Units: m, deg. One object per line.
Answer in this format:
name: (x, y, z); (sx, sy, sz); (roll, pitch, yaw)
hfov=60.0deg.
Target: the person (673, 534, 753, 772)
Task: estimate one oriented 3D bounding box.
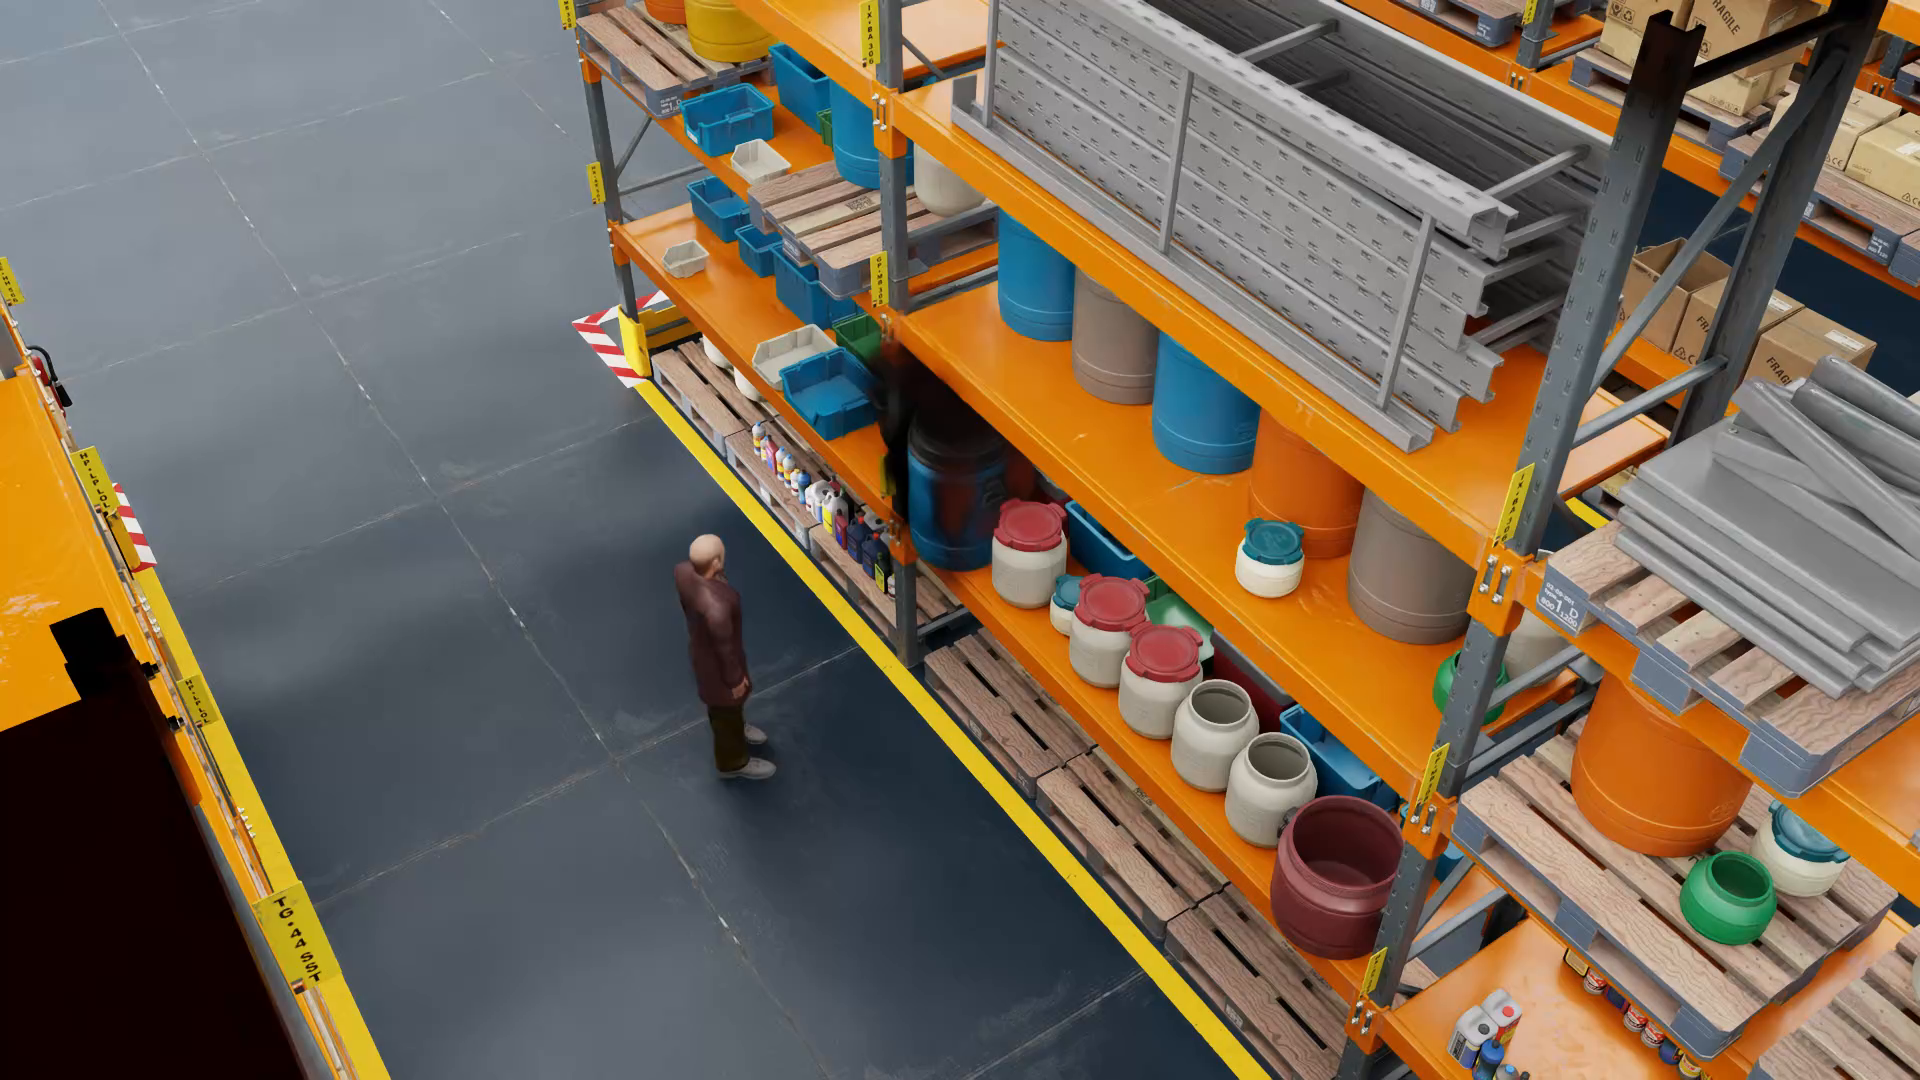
person: (-1.416, 0.650, 9.684); (0.348, 1.708, 0.592); (-10, 44, -11)
